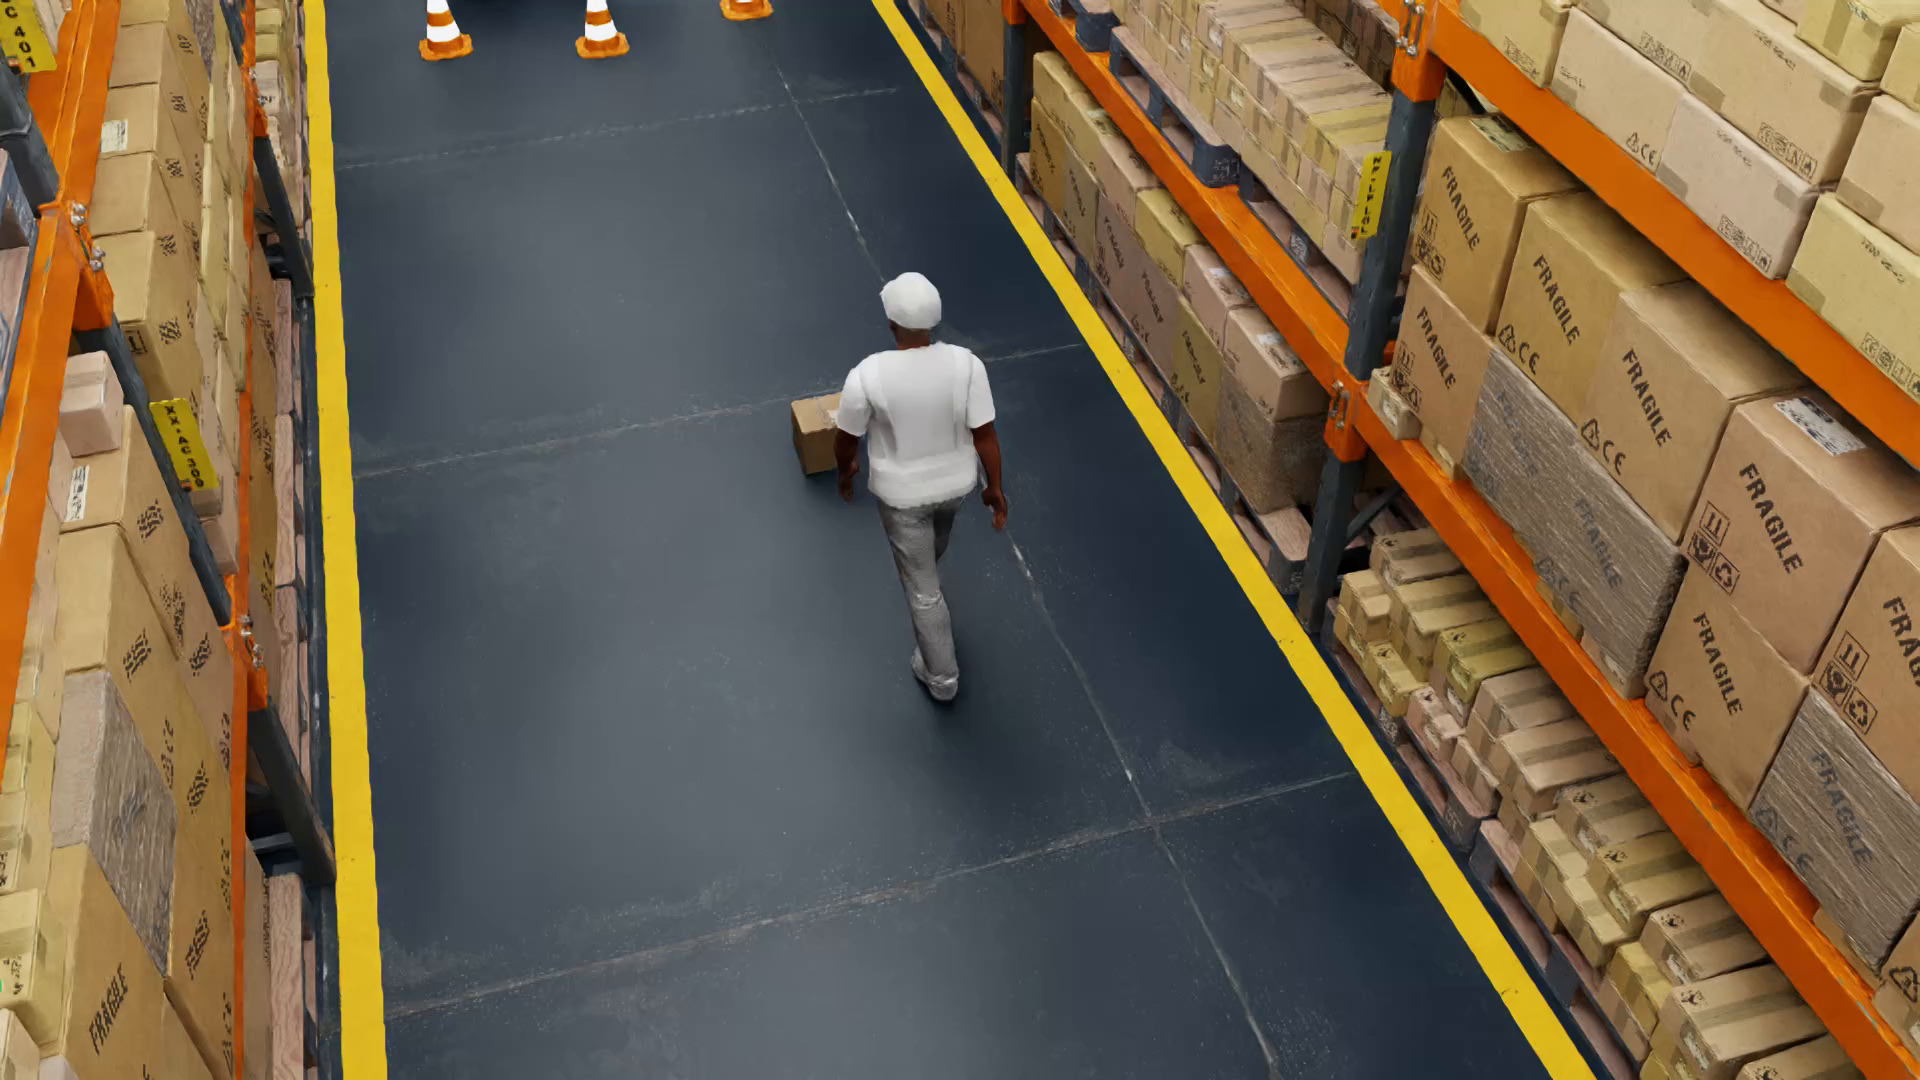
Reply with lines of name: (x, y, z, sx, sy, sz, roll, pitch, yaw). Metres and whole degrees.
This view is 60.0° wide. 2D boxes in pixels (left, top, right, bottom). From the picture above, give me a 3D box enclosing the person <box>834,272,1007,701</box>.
person: (-0.188, -0.290, 6.472, 0.596, 1.710, 1.010, -13, 44, -14)
